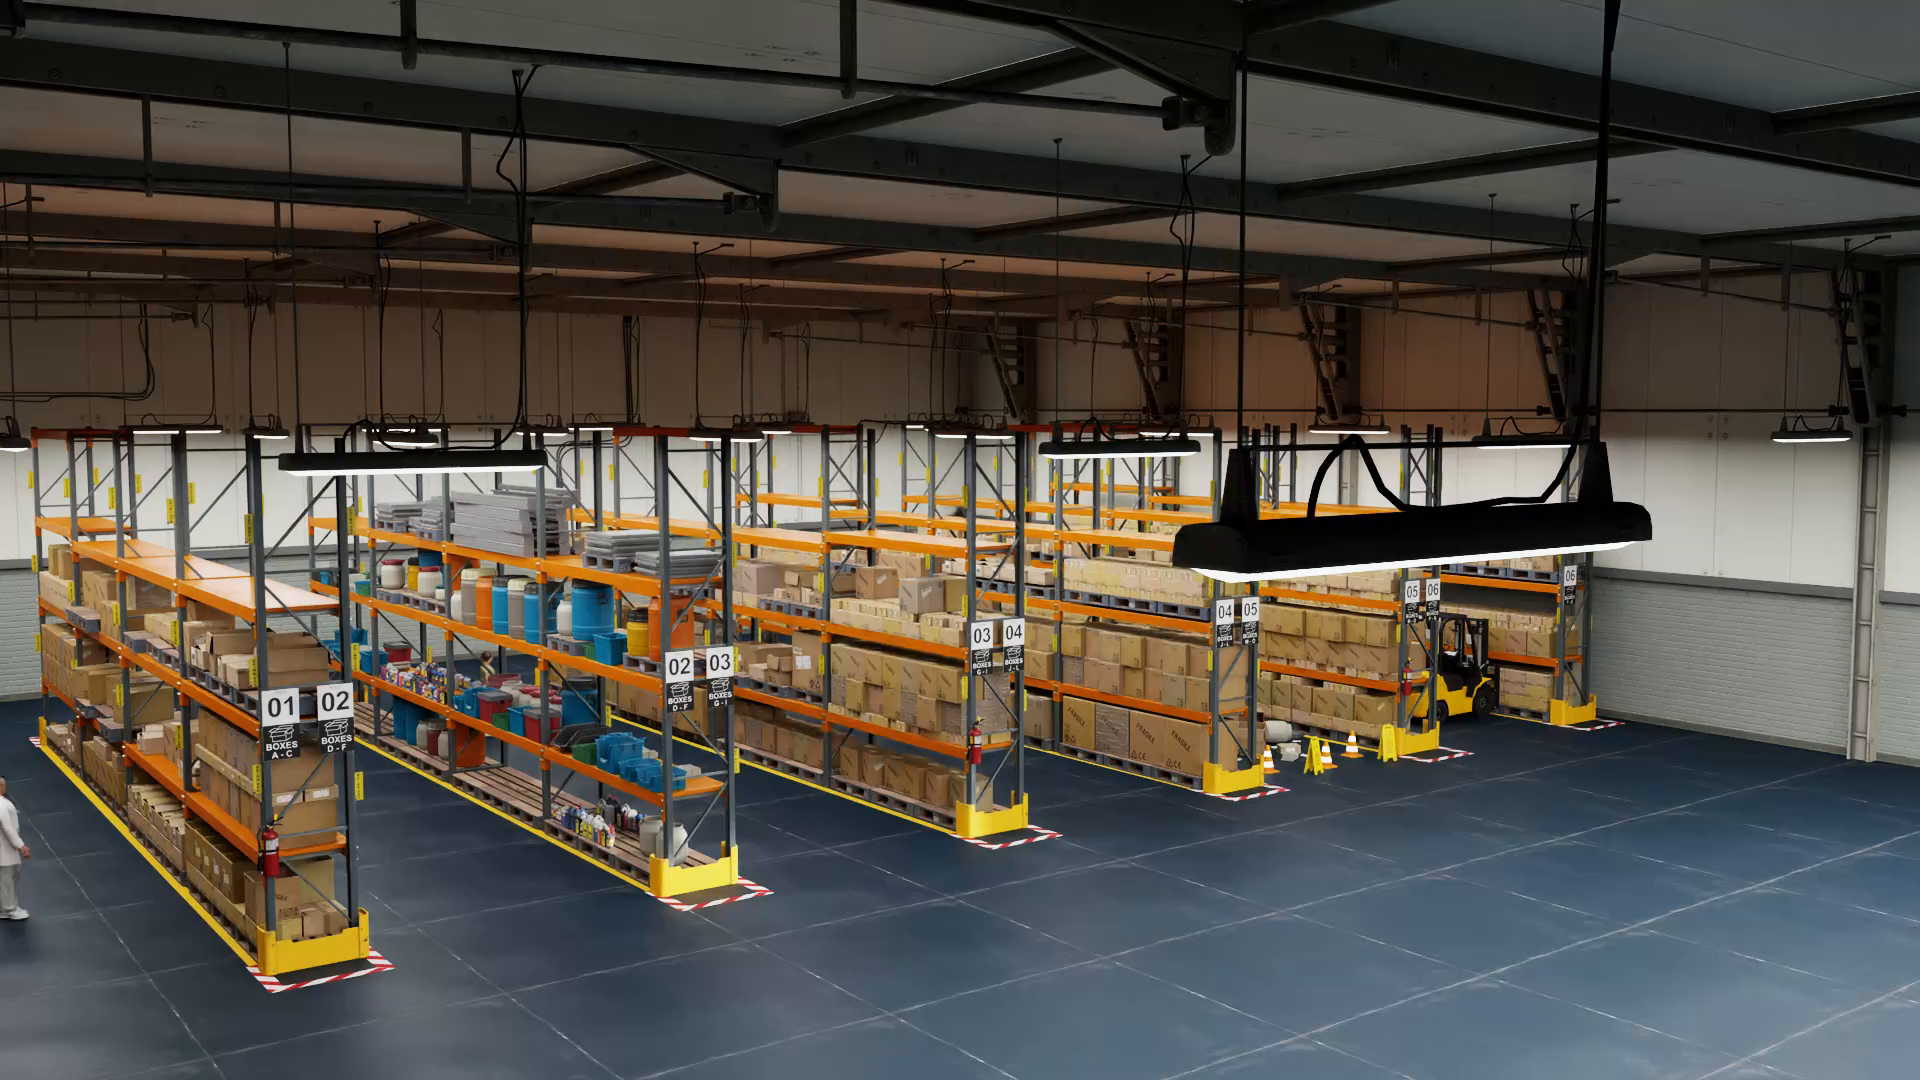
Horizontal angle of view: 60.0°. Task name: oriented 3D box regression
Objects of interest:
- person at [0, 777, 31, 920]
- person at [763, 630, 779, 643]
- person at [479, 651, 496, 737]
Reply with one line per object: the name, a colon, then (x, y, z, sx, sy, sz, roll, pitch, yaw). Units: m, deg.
person: (-11.848, 3.839, 20.717, 0.557, 1.832, 0.667, -2, 5, -20)
person: (-4.747, 2.119, 41.901, 0.517, 1.735, 0.345, -1, 5, -11)
person: (-9.181, 2.985, 32.333, 0.449, 1.698, 0.614, -1, 5, -14)
